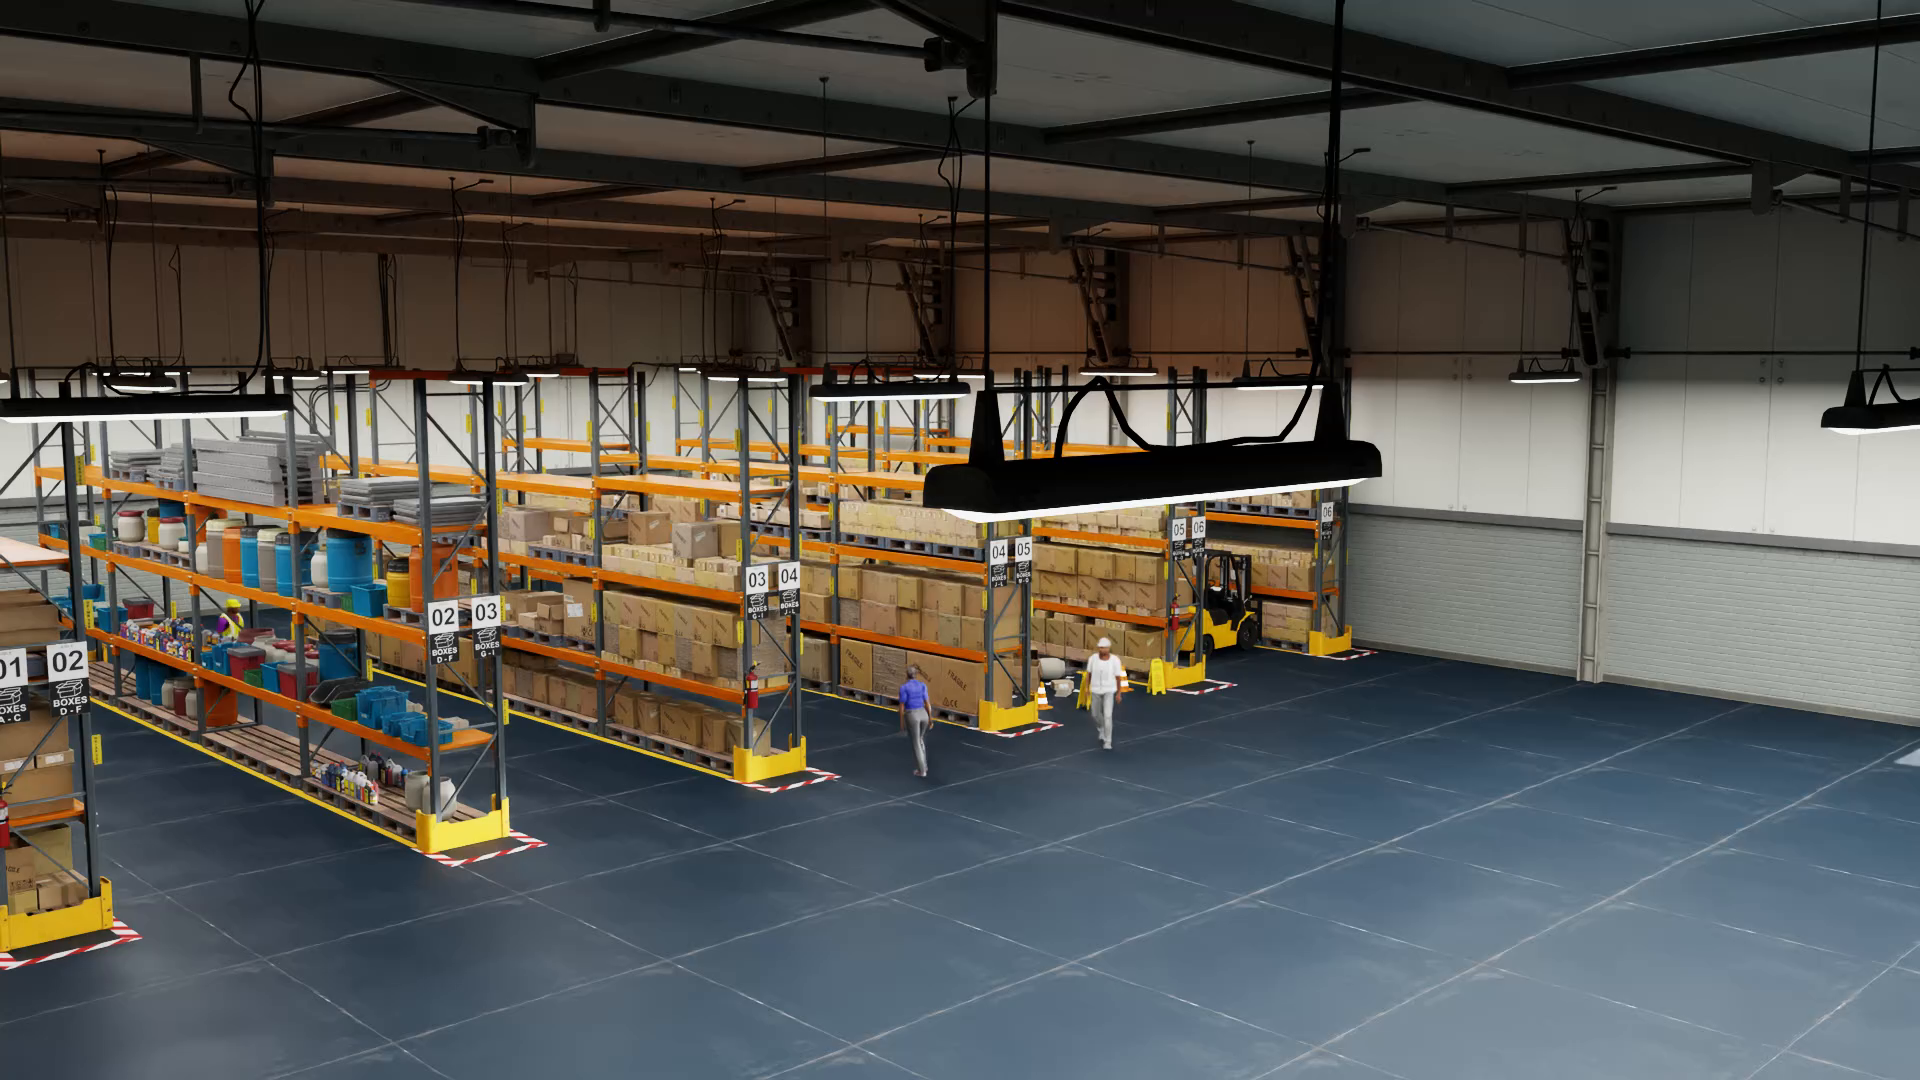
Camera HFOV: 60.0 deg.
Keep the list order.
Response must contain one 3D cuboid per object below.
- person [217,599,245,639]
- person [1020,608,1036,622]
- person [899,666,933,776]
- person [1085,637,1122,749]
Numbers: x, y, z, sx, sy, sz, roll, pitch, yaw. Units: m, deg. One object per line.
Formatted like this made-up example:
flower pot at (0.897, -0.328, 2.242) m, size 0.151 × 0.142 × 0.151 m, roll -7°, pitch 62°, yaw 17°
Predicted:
person at (-13.537, 1.942, 31.125) m, size 1.042 × 1.701 × 0.703 m, roll 3°, pitch 7°, yaw 27°
person at (1.546, 1.086, 38.825) m, size 0.595 × 1.813 × 0.628 m, roll 4°, pitch 8°, yaw 33°
person at (-0.659, 2.709, 24.878) m, size 0.477 × 1.658 × 0.518 m, roll -4°, pitch 8°, yaw -32°
person at (2.322, 2.432, 26.803) m, size 0.566 × 1.755 × 0.799 m, roll 2°, pitch 7°, yaw 21°
